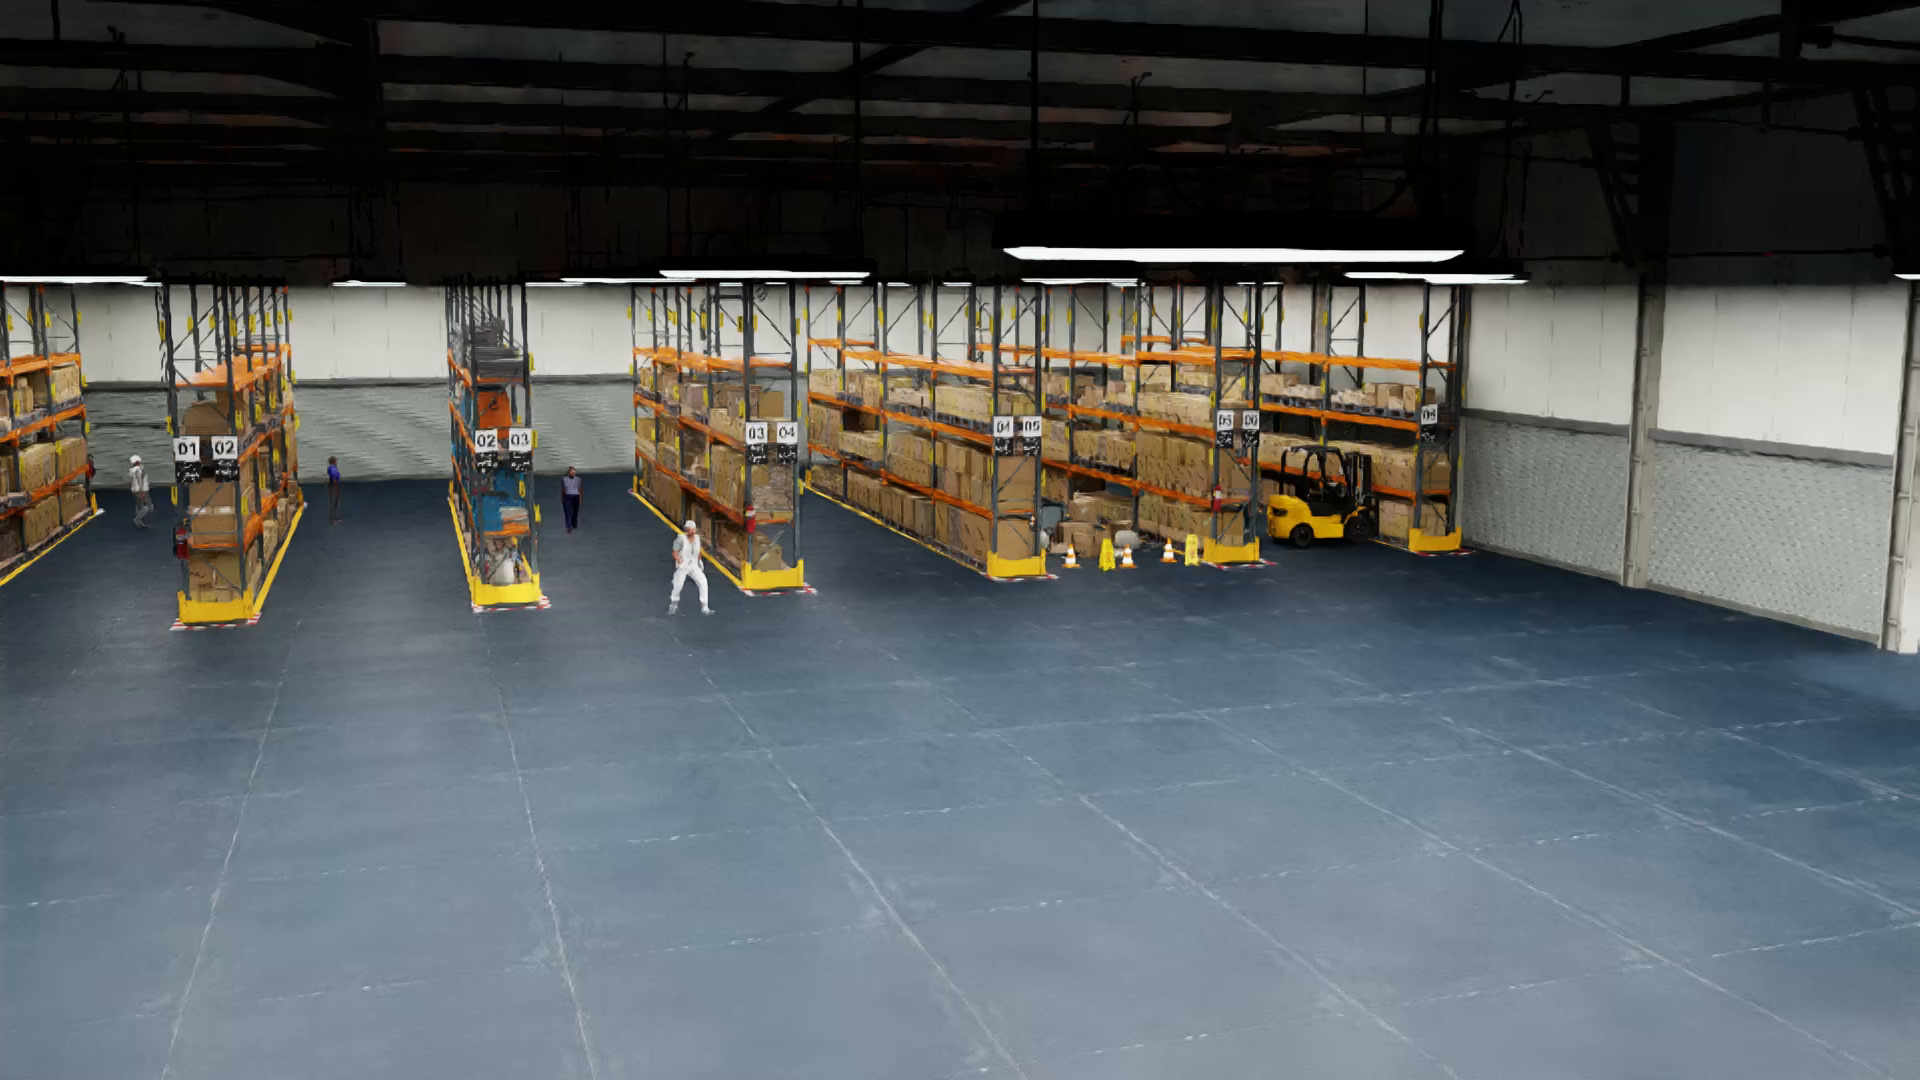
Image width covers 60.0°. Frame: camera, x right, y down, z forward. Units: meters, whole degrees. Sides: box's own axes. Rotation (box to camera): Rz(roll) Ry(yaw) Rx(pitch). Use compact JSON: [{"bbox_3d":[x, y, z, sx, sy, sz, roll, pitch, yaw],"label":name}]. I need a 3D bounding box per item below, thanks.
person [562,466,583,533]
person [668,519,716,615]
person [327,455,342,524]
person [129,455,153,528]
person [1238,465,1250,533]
[{"bbox_3d":[-9.150,-0.983,39.270,0.467,1.563,1.082,-3,9,-20],"label":"person"},{"bbox_3d":[-4.769,0.472,29.204,0.686,1.716,0.838,-6,10,-34],"label":"person"},{"bbox_3d":[-15.329,-1.246,40.723,0.373,1.659,0.588,-5,10,-32],"label":"person"},{"bbox_3d":[-19.682,-1.157,39.883,0.569,1.761,0.446,8,12,44],"label":"person"},{"bbox_3d":[6.626,-0.972,39.139,0.527,1.592,0.523,2,9,12],"label":"person"}]
